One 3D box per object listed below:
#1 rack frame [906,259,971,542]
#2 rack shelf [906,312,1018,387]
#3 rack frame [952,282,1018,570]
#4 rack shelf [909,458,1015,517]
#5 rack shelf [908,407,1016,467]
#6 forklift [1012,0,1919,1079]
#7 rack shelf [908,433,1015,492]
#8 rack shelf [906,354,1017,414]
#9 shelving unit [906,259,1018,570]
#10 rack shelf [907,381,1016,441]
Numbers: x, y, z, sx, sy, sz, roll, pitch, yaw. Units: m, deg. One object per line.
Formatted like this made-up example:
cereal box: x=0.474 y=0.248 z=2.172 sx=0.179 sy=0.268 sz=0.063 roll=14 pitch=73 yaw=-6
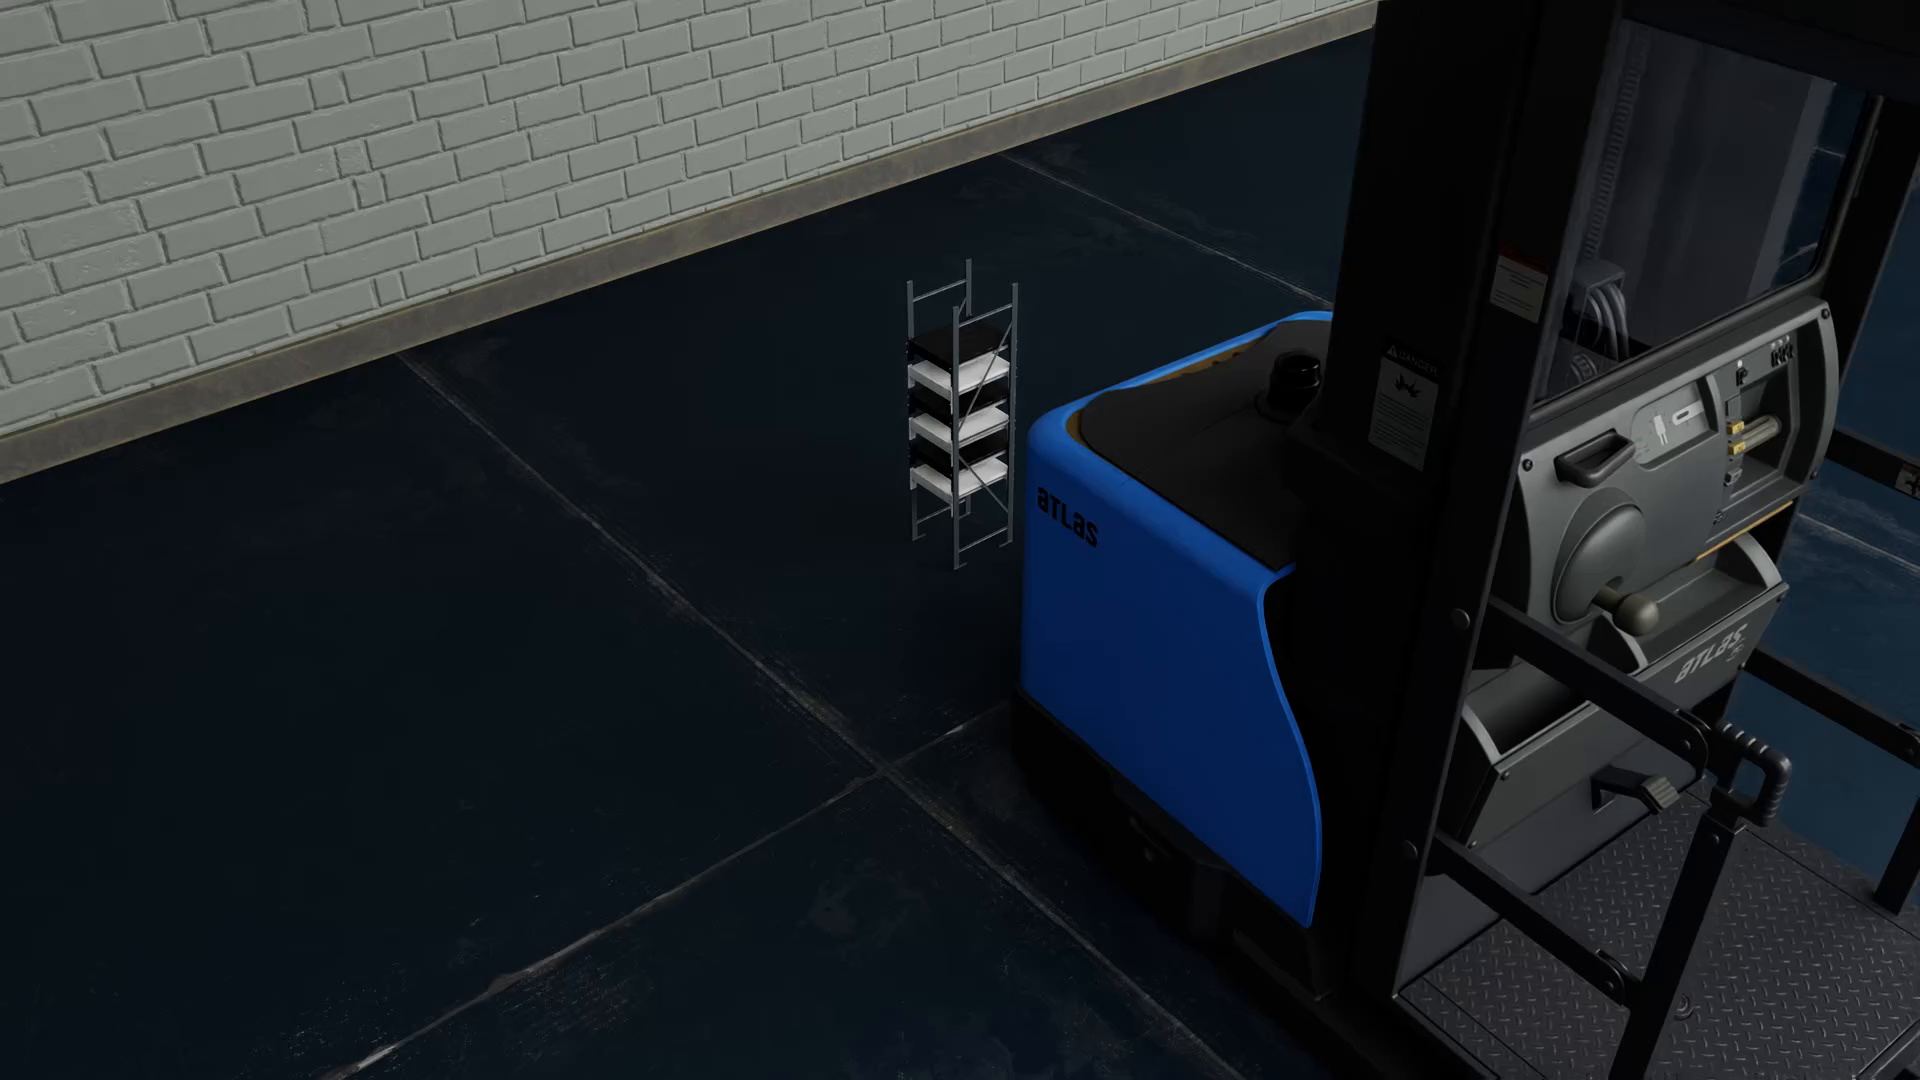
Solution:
rack frame: x=-0.060 y=-0.409 z=5.048 sx=0.240 sy=0.900 sz=0.006 roll=-26 pitch=43 yaw=-32
rack shelf: x=0.005 y=-0.557 z=4.848 sx=0.258 sy=0.077 sz=0.200 roll=-26 pitch=43 yaw=-32
rack frame: x=0.071 y=-0.319 z=4.921 sx=0.240 sy=0.900 sz=0.006 roll=-26 pitch=43 yaw=-32
rack shelf: x=0.005 y=-0.190 z=5.108 sx=0.258 sy=0.077 sz=0.200 roll=-26 pitch=43 yaw=-32
rack shelf: x=0.005 y=-0.336 z=5.004 sx=0.258 sy=0.077 sz=0.200 roll=-26 pitch=43 yaw=-32
forklift: x=1.418 y=-0.079 z=2.825 sx=1.130 sy=2.935 sz=3.031 roll=-23 pitch=41 yaw=-29
rack shelf: x=0.005 y=-0.263 z=5.056 sx=0.258 sy=0.077 sz=0.200 roll=-26 pitch=43 yaw=-32
rack shelf: x=0.005 y=-0.483 z=4.900 sx=0.258 sy=0.077 sz=0.200 roll=-26 pitch=43 yaw=-32
shelving unit: x=0.005 y=-0.364 z=4.985 sx=0.258 sy=0.900 sz=0.210 roll=-26 pitch=43 yaw=-32
rack shelf: x=0.005 y=-0.410 z=4.952 sx=0.258 sy=0.077 sz=0.200 roll=-26 pitch=43 yaw=-32
